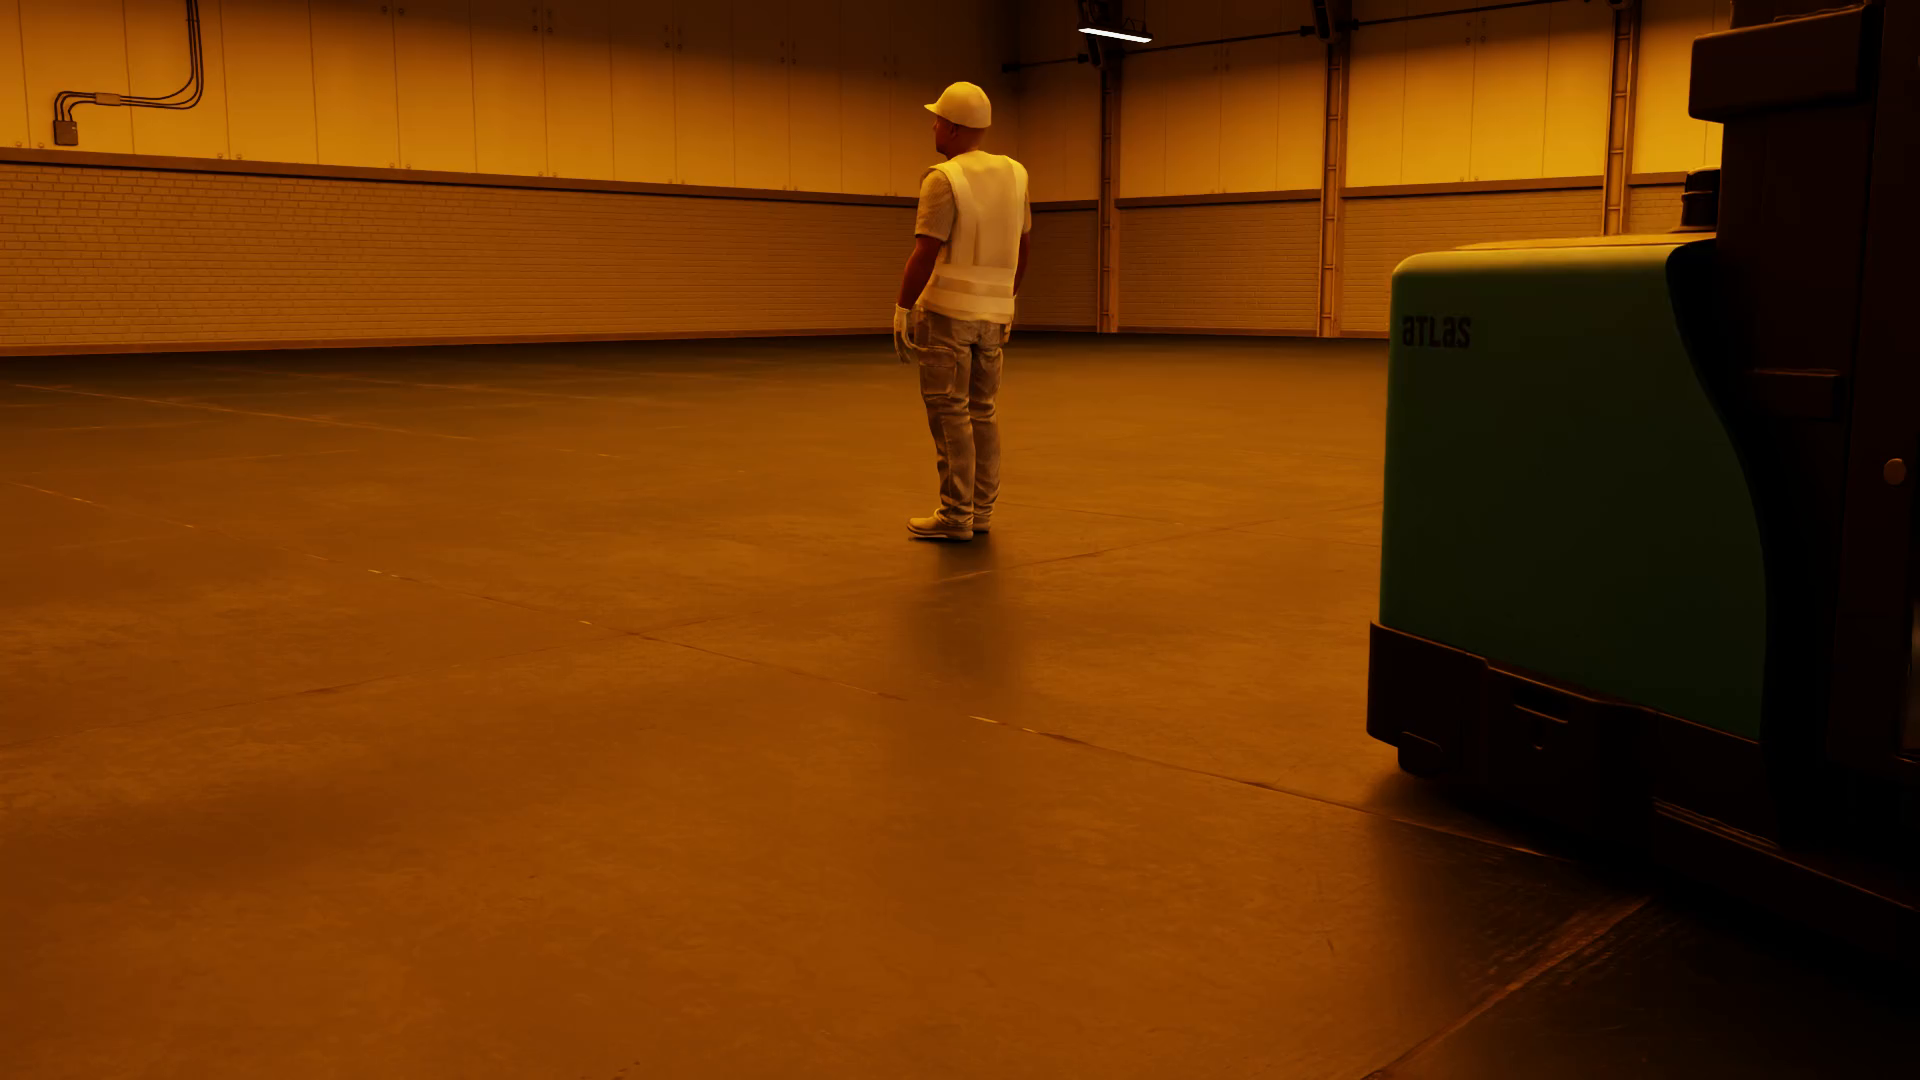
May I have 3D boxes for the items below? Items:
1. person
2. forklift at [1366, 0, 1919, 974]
[{"bbox_3d":[-0.045,-0.897,6.639,0.577,1.782,0.656,8,12,43],"label":"person"},{"bbox_3d":[1.875,-0.796,2.162,1.130,2.935,3.031,-3,9,-21],"label":"forklift"}]
